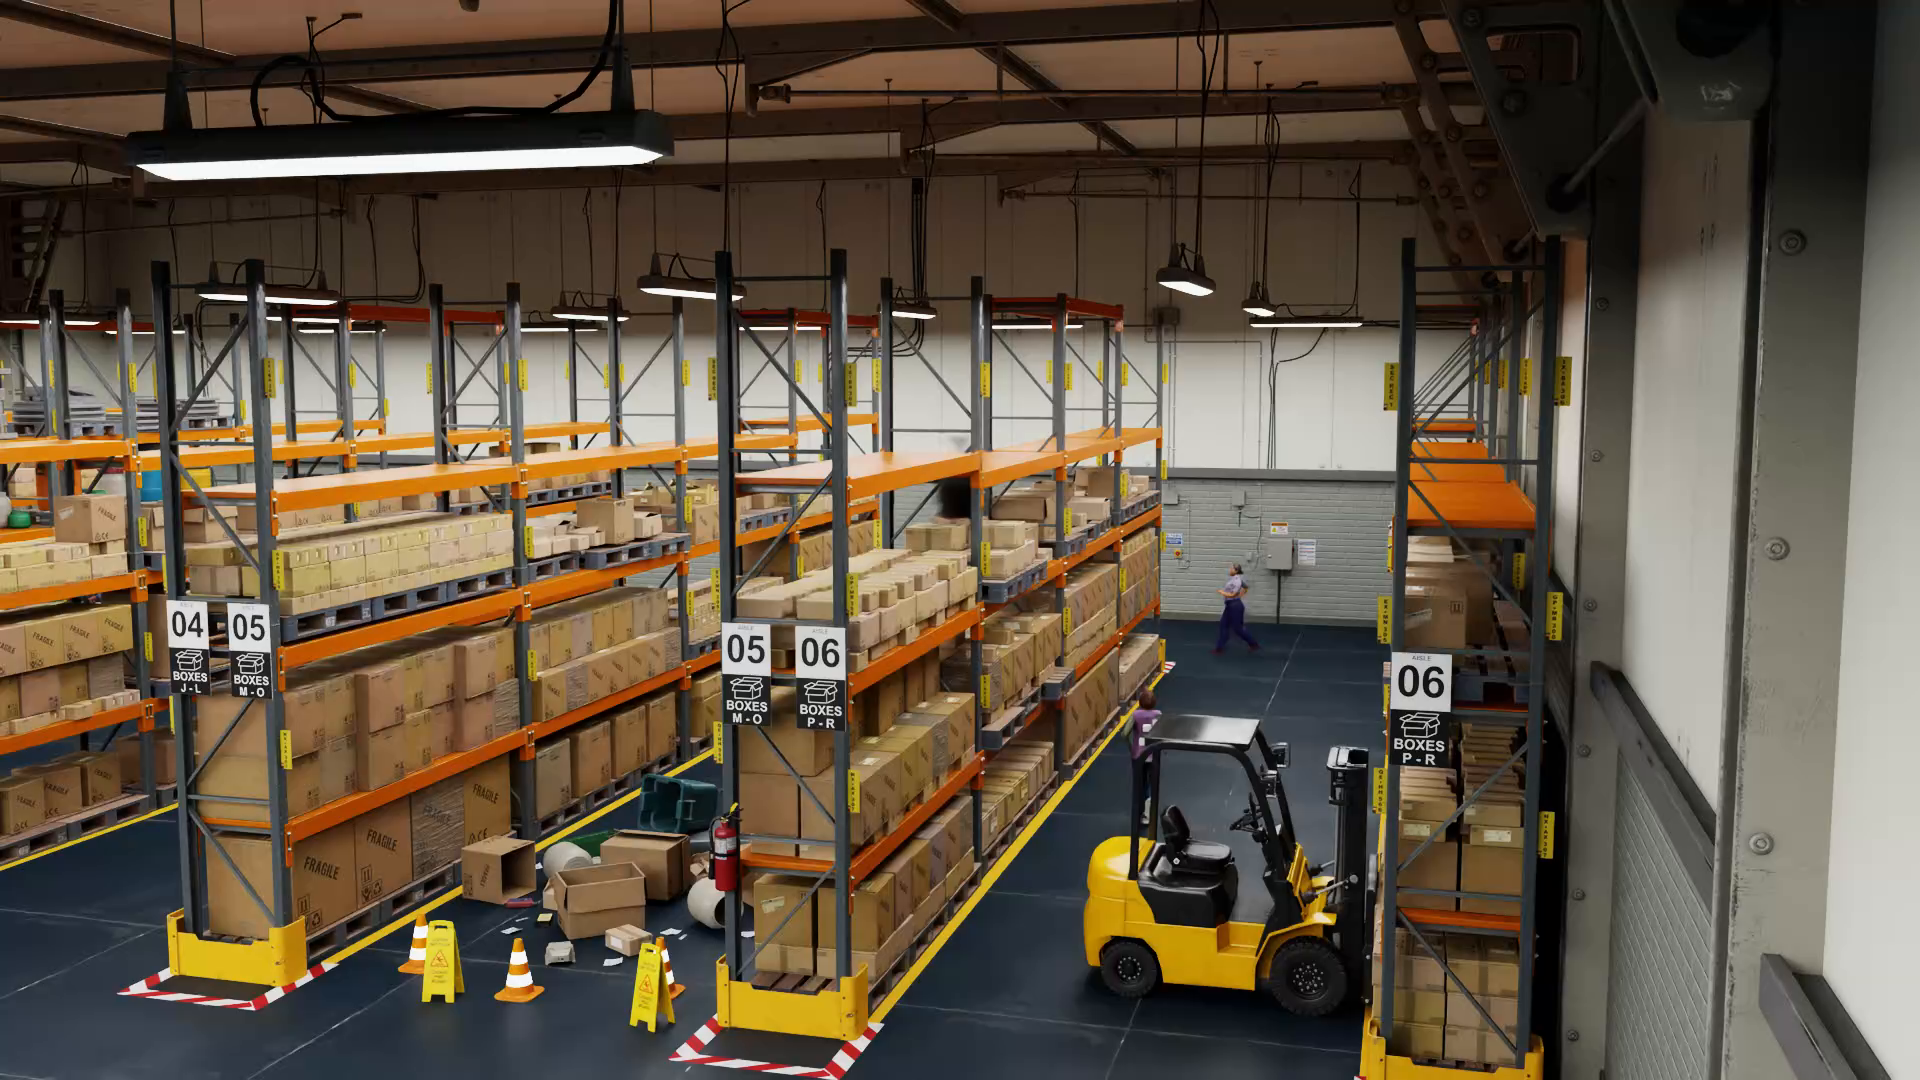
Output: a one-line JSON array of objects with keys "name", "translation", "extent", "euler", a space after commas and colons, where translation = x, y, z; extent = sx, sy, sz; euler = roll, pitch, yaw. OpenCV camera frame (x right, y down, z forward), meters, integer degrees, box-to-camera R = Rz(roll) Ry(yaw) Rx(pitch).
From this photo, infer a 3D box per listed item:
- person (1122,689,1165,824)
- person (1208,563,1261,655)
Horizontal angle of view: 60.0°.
[{"name": "person", "translation": [2.077, 2.443, 18.542], "extent": [0.545, 1.565, 0.632], "euler": [1, 6, 11]}, {"name": "person", "translation": [4.838, 1.230, 29.333], "extent": [0.880, 1.663, 0.614], "euler": [1, 6, 8]}]
